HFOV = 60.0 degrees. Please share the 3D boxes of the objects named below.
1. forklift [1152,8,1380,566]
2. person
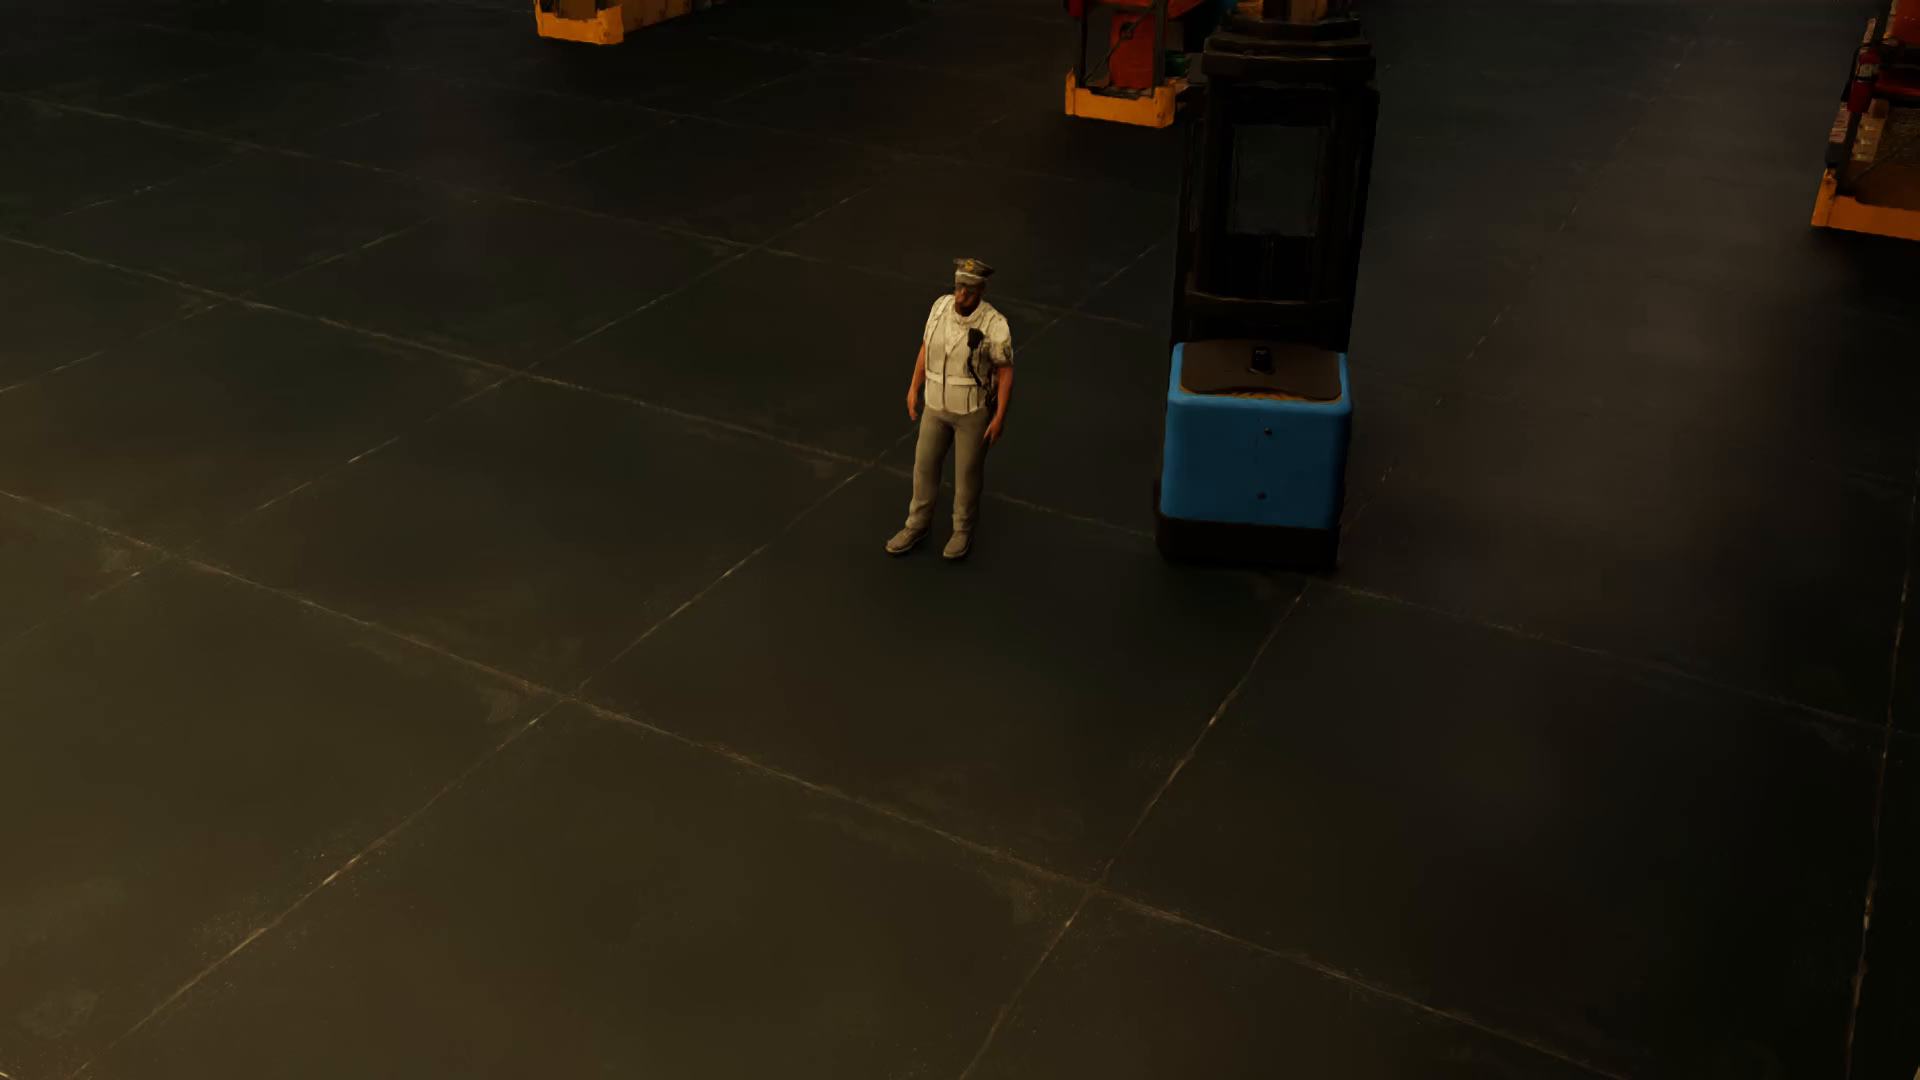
[{"bbox_3d":[1.890,-1.837,10.254,1.130,2.935,3.031,4,30,8],"label":"forklift"},{"bbox_3d":[-0.048,-0.747,9.500,0.640,1.781,0.574,15,33,25],"label":"person"}]
